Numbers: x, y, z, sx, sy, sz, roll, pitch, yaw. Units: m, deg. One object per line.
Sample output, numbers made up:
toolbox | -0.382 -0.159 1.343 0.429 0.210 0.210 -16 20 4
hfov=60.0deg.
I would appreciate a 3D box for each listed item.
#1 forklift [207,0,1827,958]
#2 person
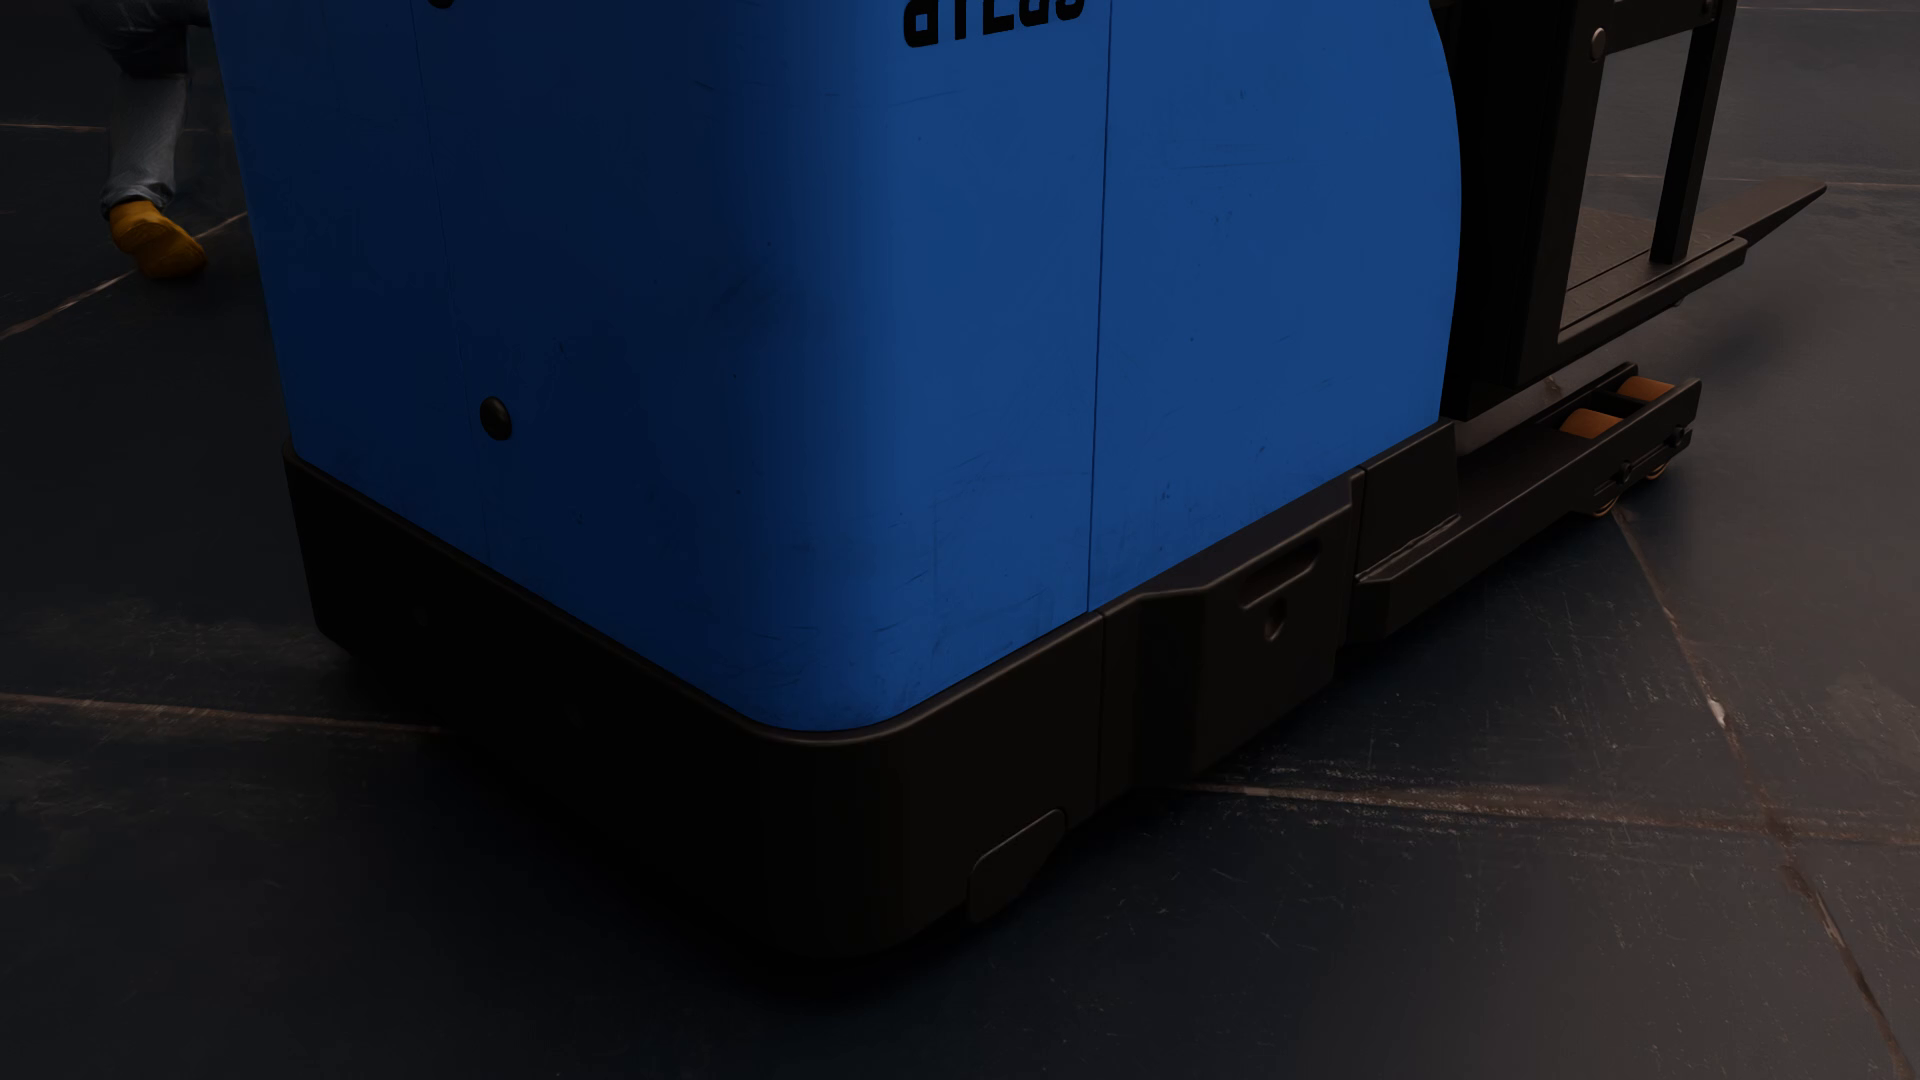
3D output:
forklift | 0.548 -1.486 2.196 1.130 2.935 3.031 23 35 38
person | -1.572 -1.333 3.531 0.837 1.477 0.991 0 27 -1
